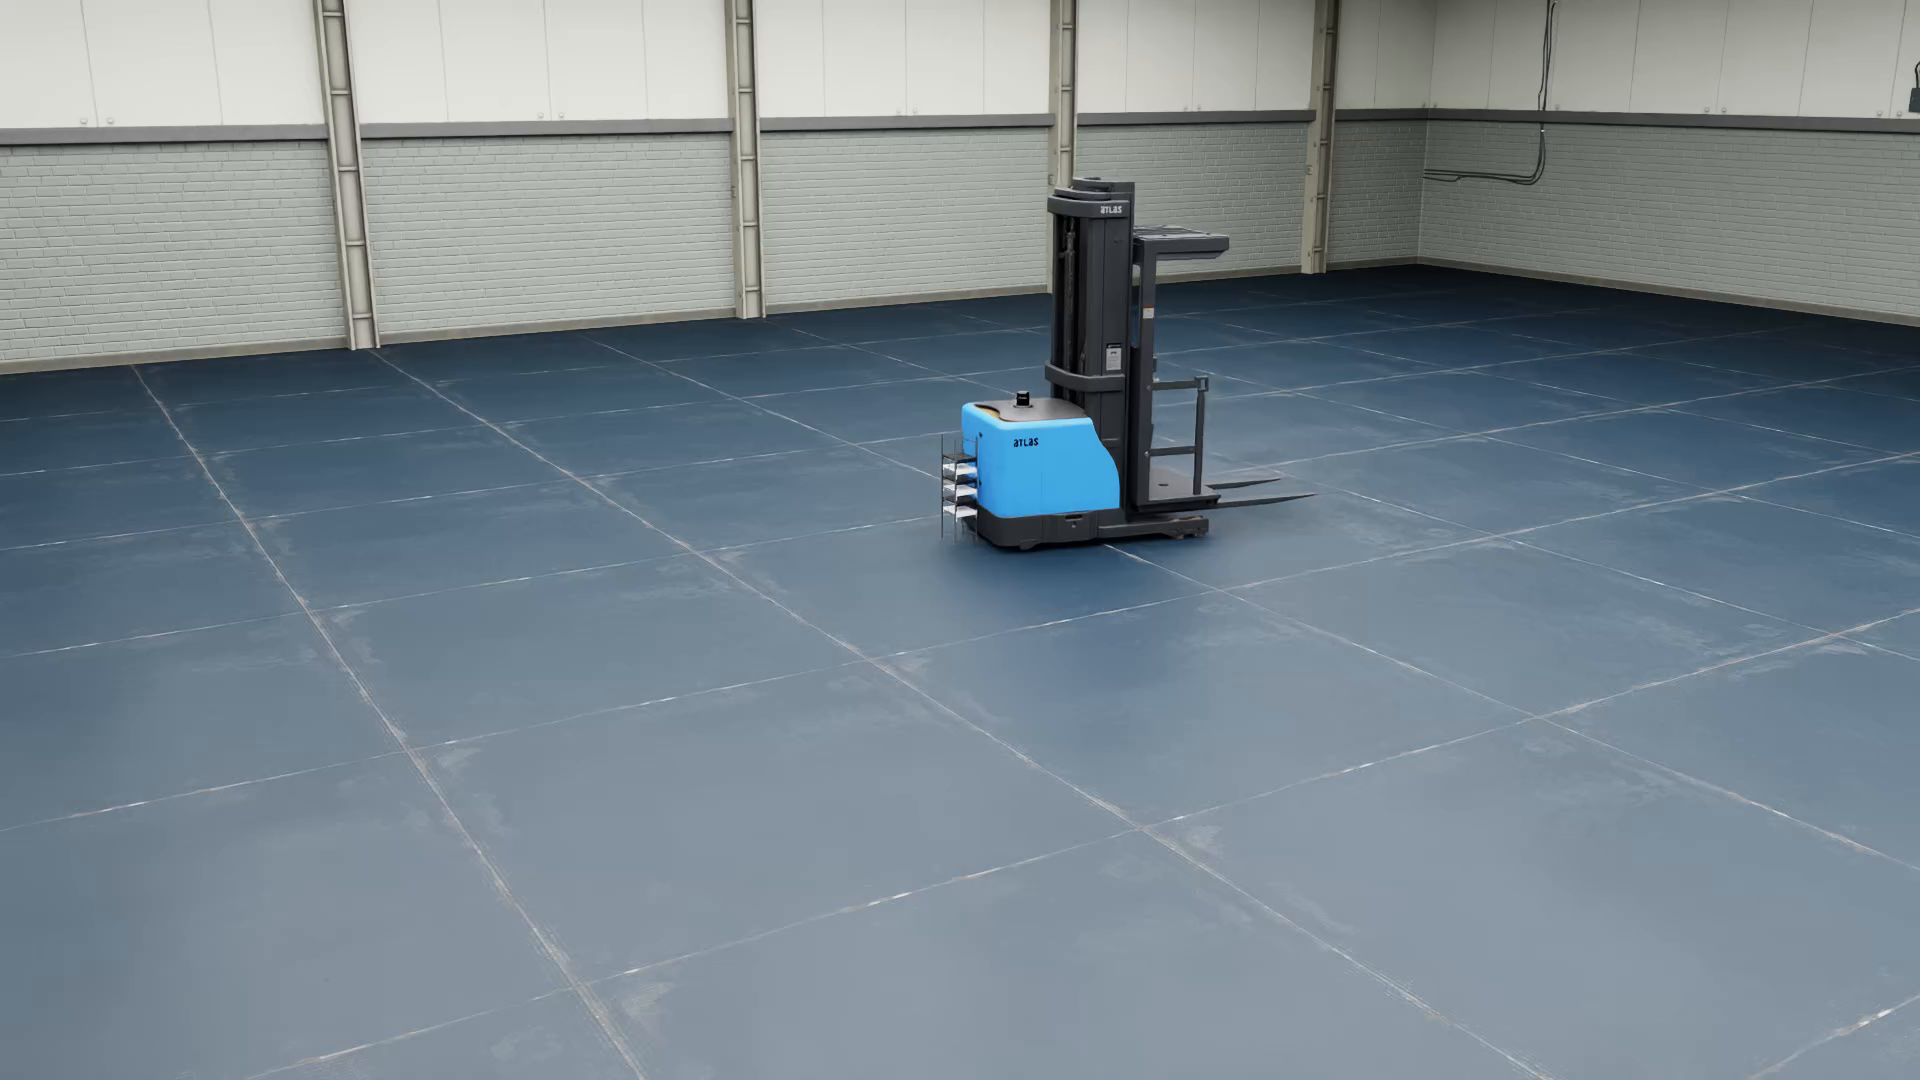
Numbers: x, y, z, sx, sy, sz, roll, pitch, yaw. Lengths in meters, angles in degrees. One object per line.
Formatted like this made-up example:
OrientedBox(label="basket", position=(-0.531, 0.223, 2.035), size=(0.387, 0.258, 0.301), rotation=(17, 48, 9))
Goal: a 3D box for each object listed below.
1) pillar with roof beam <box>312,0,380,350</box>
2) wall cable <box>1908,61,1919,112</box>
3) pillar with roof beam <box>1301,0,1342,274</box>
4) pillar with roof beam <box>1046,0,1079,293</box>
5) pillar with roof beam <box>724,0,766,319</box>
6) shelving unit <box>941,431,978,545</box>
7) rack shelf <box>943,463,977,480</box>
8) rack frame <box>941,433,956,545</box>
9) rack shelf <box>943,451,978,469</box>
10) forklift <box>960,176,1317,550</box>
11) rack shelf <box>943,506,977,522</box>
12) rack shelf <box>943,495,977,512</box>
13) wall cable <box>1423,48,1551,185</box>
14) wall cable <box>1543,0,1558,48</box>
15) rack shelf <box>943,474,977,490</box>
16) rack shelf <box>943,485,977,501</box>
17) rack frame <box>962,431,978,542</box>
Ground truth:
OrientedBox(label="pillar with roof beam", position=(-6.284, -6.083, 18.938), size=(0.400, 9.000, 9.100), rotation=(-9, 18, -30))
OrientedBox(label="wall cable", position=(15.010, -9.124, 23.484), size=(0.169, 6.003, 2.305), rotation=(-9, 18, -30))
OrientedBox(label="pillar with roof beam", position=(9.145, -8.585, 27.864), size=(0.400, 9.000, 9.100), rotation=(-9, 18, -30))
OrientedBox(label="pillar with roof beam", position=(4.002, -7.751, 24.889), size=(0.400, 9.000, 9.100), rotation=(-9, 18, -30))
OrientedBox(label="pillar with roof beam", position=(-1.141, -6.917, 21.913), size=(0.400, 9.000, 9.100), rotation=(-9, 18, -30))
OrientedBox(label="shelving unit", position=(-0.007, -0.432, 13.784), size=(0.210, 0.900, 0.258), rotation=(-9, 18, -30))
OrientedBox(label="rack shelf", position=(-0.007, -0.573, 13.745), size=(0.200, 0.077, 0.258), rotation=(-9, 18, -30))
OrientedBox(label="rack frame", position=(-0.094, -0.418, 13.734), size=(0.006, 0.900, 0.240), rotation=(-9, 18, -30))
OrientedBox(label="rack shelf", position=(-0.007, -0.660, 13.720), size=(0.200, 0.077, 0.258), rotation=(-9, 18, -30))
OrientedBox(label="forklift", position=(1.575, -1.549, 14.004), size=(3.031, 2.935, 1.130), rotation=(-5, 17, -18))
OrientedBox(label="rack shelf", position=(-0.007, -0.227, 13.842), size=(0.200, 0.077, 0.258), rotation=(-9, 18, -30))
OrientedBox(label="rack shelf", position=(-0.007, -0.313, 13.818), size=(0.200, 0.077, 0.258), rotation=(-9, 18, -30))
OrientedBox(label="wall cable", position=(10.134, -8.190, 32.206), size=(0.112, 2.526, 3.097), rotation=(-9, 18, -30))
OrientedBox(label="wall cable", position=(11.527, -9.995, 29.291), size=(0.112, 2.526, 3.097), rotation=(-9, 18, -30))
OrientedBox(label="rack shelf", position=(-0.007, -0.487, 13.769), size=(0.200, 0.077, 0.258), rotation=(-9, 18, -30))
OrientedBox(label="rack shelf", position=(-0.007, -0.400, 13.793), size=(0.200, 0.077, 0.258), rotation=(-9, 18, -30))
OrientedBox(label="rack frame", position=(0.080, -0.446, 13.835), size=(0.006, 0.900, 0.240), rotation=(-9, 18, -30))
